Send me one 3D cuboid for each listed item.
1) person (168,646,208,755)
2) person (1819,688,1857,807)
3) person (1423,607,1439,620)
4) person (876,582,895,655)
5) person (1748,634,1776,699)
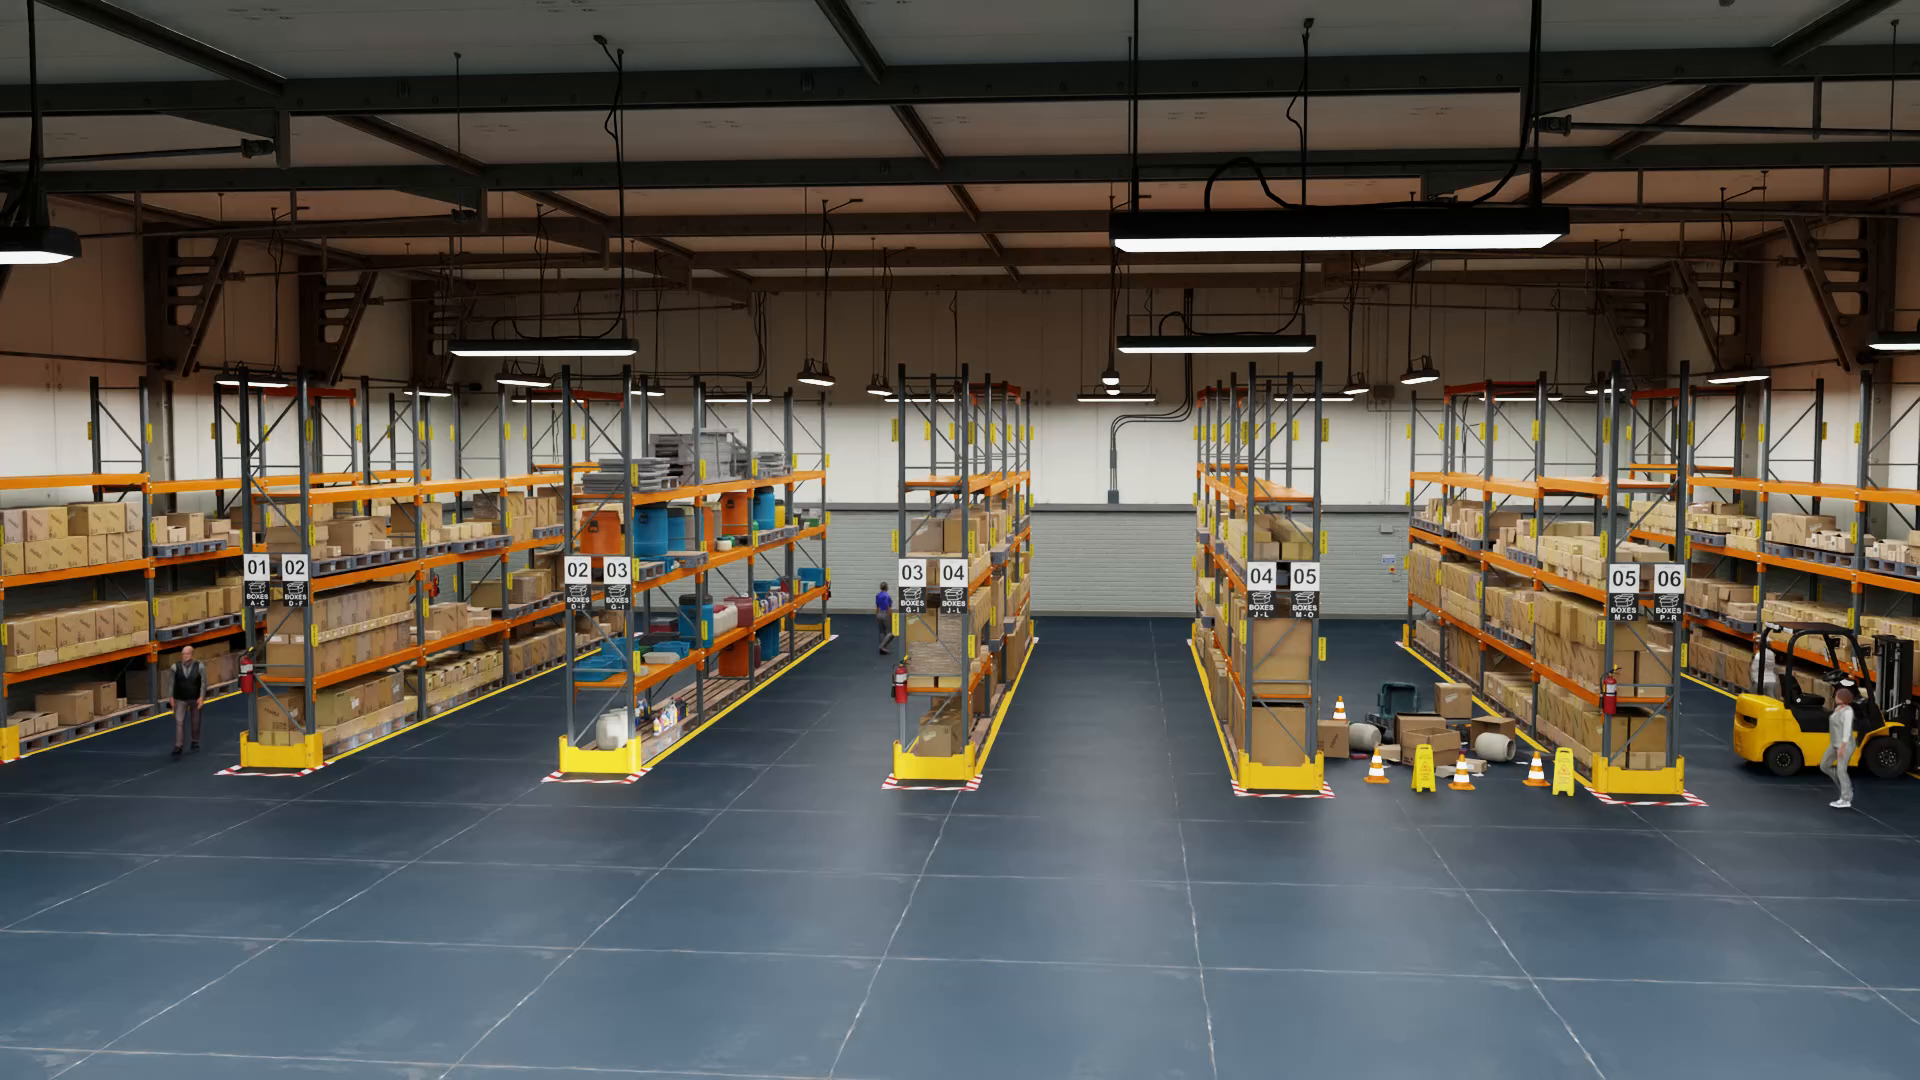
[{"bbox_3d":[-12.011,2.480,25.887,0.555,1.661,1.053,-2,4,-26],"label":"person"},{"bbox_3d":[11.754,2.762,22.163,0.432,1.593,0.427,0,4,-2],"label":"person"},{"bbox_3d":[11.728,1.471,41.195,0.675,1.753,0.560,0,4,-7],"label":"person"},{"bbox_3d":[-1.736,1.771,37.515,0.461,1.658,0.502,-3,5,-43],"label":"person"},{"bbox_3d":[13.281,2.430,27.461,0.452,1.722,0.612,0,4,-7],"label":"person"}]
